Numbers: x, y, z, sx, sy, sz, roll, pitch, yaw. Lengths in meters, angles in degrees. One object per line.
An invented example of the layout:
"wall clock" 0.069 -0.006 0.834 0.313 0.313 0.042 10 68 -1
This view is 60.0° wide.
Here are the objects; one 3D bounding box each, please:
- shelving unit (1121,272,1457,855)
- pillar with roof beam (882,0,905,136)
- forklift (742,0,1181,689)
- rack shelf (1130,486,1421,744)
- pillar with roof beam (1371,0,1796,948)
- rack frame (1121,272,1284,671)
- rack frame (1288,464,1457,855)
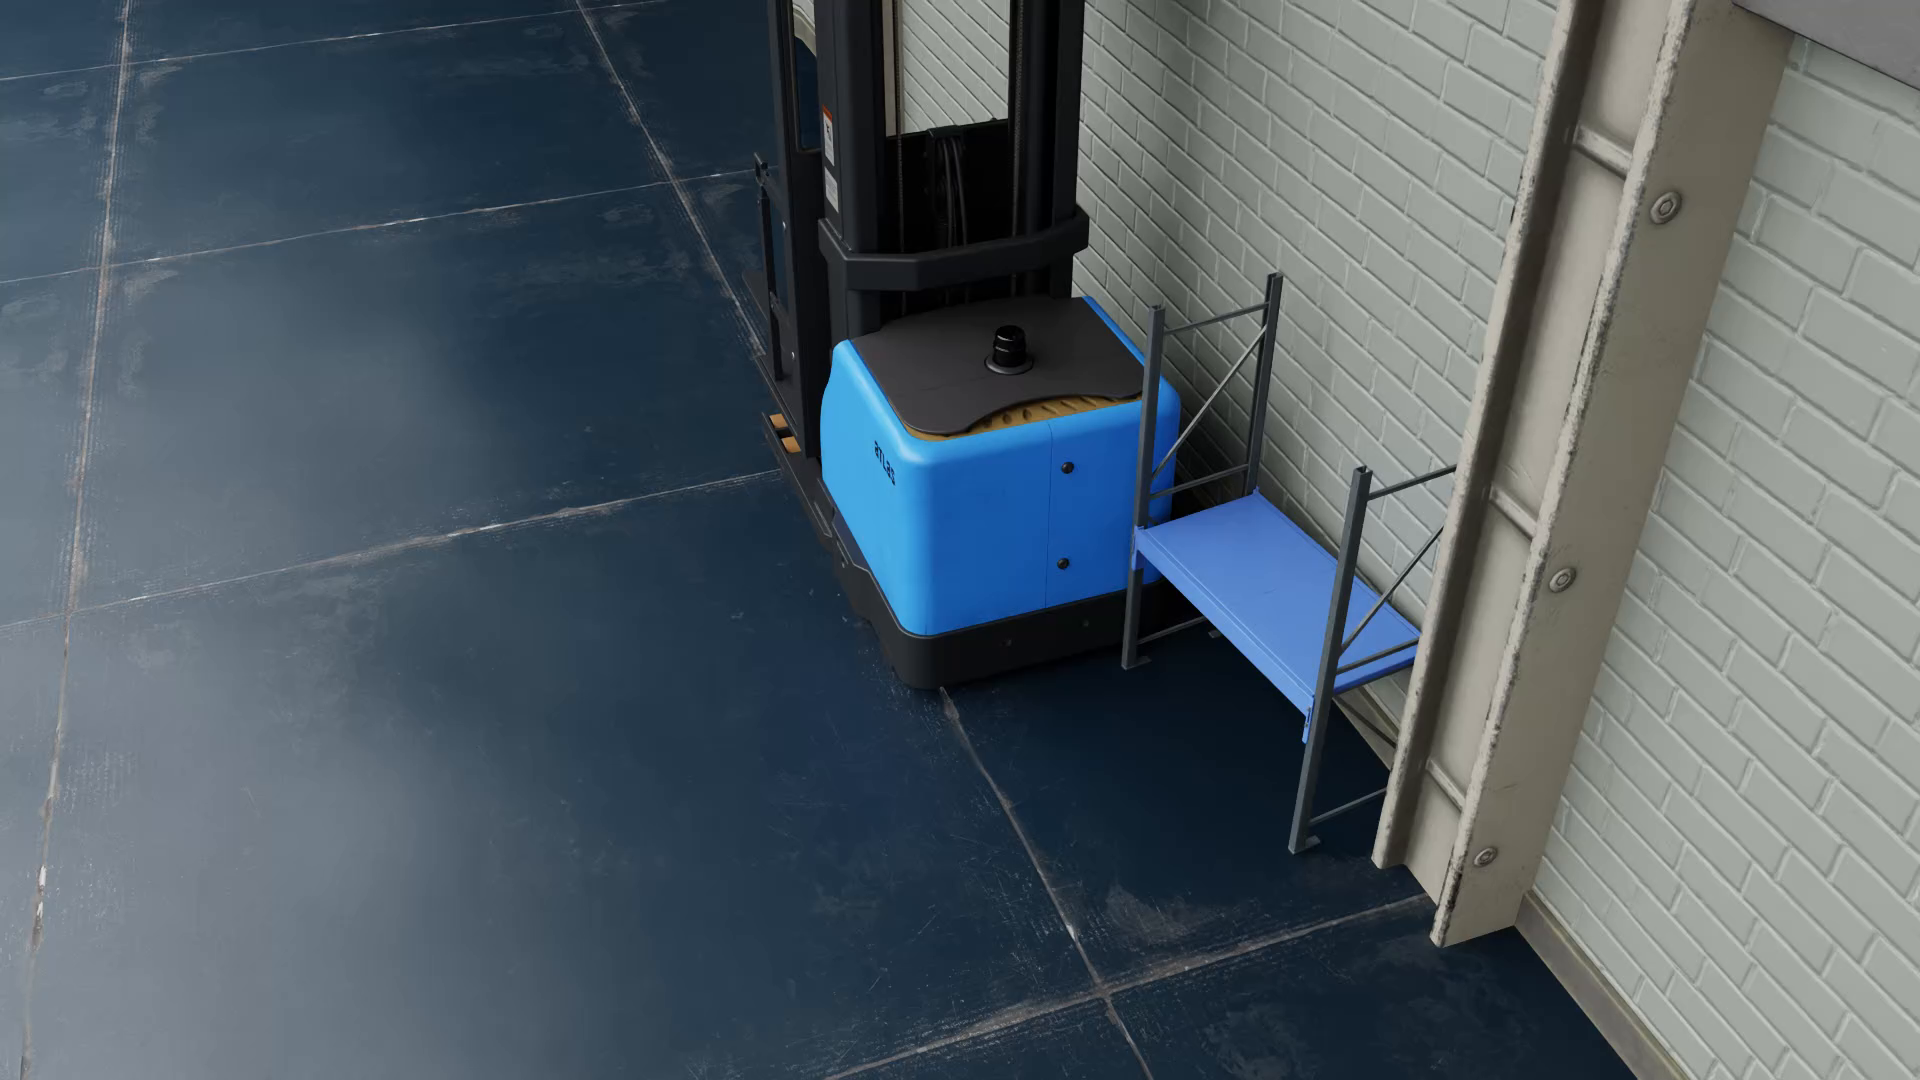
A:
"shelving unit" 1.059 0.074 5.405 0.538 1.500 1.048 -18 40 -22
"pillar with roof beam" -4.565 -4.986 5.890 9.100 9.000 0.400 -12 39 -16
"forklift" -0.220 -1.526 6.340 1.130 2.935 3.031 -13 39 -16
"rack shelf" 1.059 0.218 5.514 0.538 0.185 1.000 -18 40 -22
"pillar with roof beam" -2.500 -1.596 1.390 9.100 9.000 0.400 -12 39 -16
"rack frame" 0.823 -0.197 5.765 0.500 1.500 0.032 -18 40 -22
"rack frame" 1.296 0.345 5.046 0.500 1.500 0.032 -18 40 -22
